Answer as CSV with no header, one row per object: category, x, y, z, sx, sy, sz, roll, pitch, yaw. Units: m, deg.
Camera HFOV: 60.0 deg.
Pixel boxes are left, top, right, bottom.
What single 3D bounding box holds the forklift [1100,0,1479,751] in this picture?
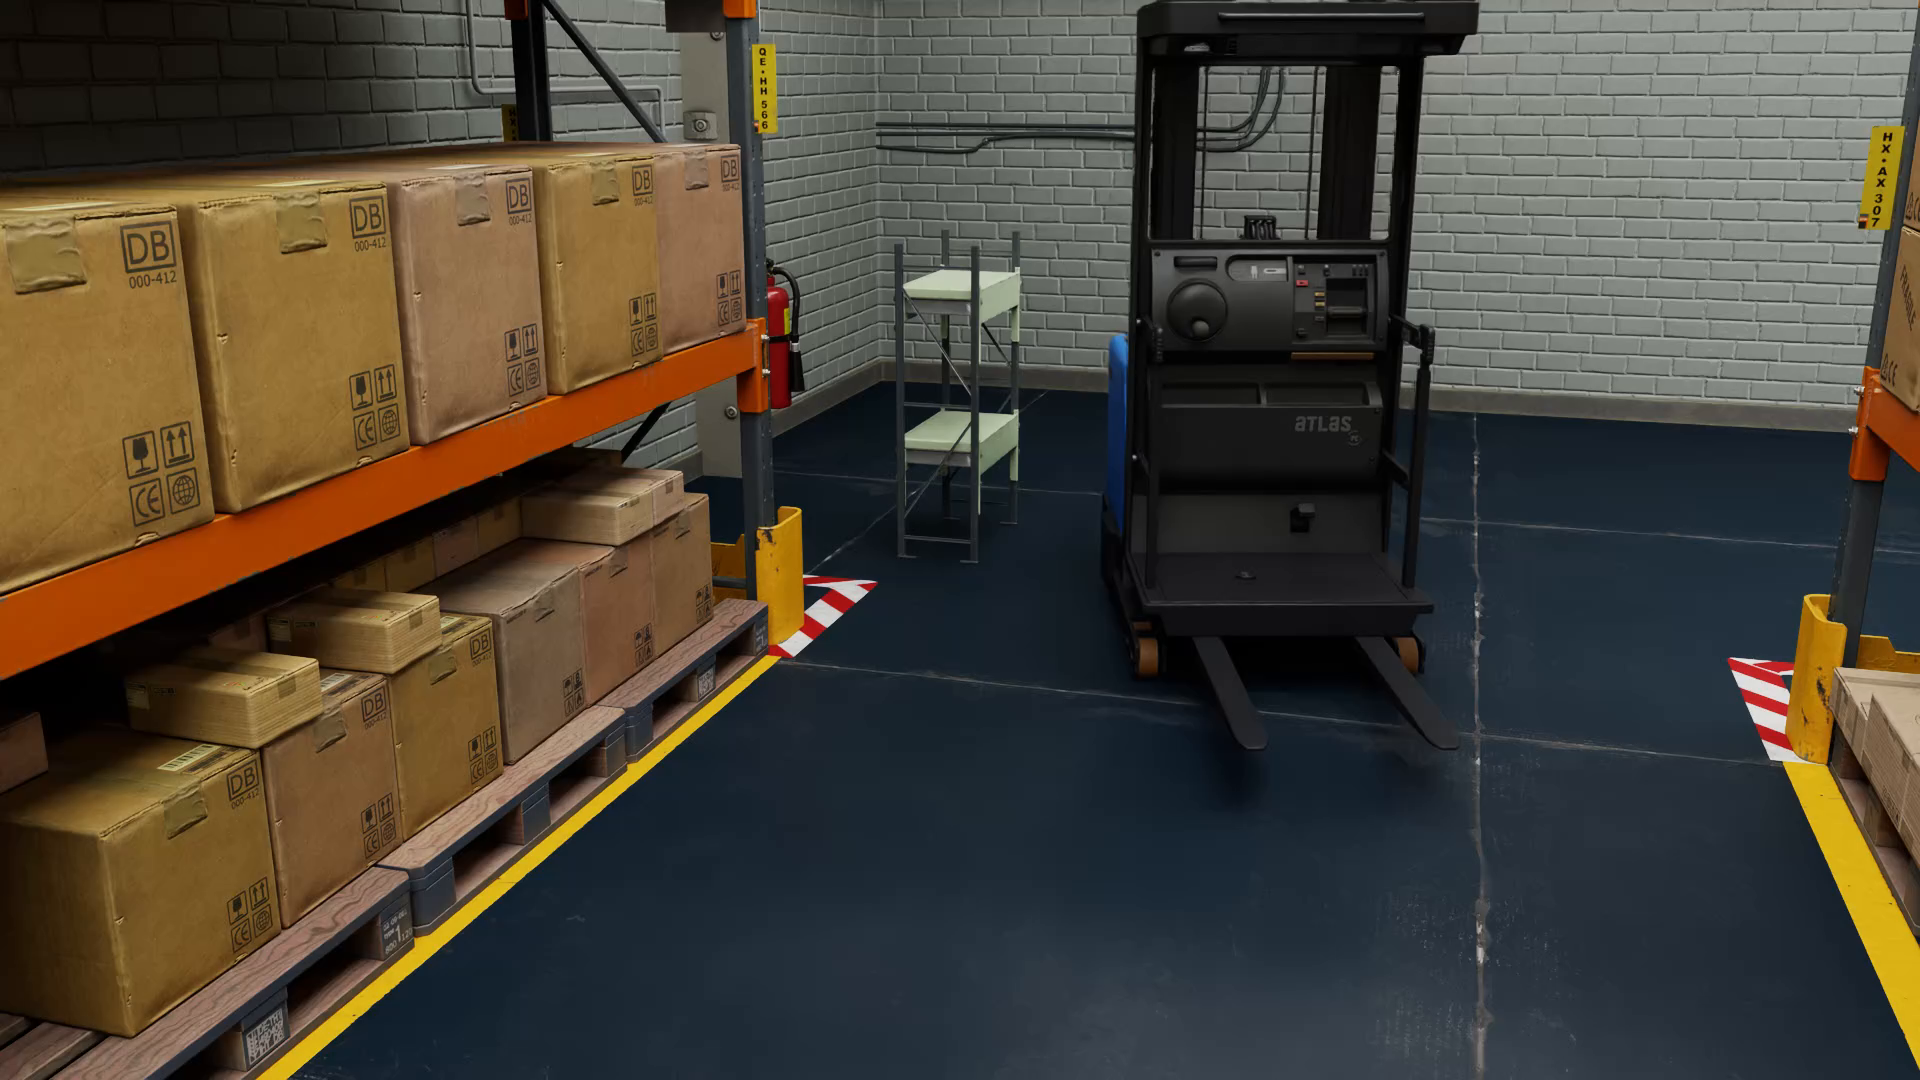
forklift,1.220,-0.956,6.329,1.130,2.935,3.031,0,16,0

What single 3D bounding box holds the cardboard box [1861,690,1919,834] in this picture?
cardboard box,2.921,0.656,4.753,0.500,0.250,0.500,5,16,16

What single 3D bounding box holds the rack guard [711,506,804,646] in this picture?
rack guard,-1.254,0.107,7.037,1.175,0.500,0.348,5,16,16

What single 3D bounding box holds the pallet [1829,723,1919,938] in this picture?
pallet,3.242,0.864,4.898,1.003,0.211,1.213,5,16,16

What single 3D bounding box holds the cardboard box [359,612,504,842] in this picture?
cardboard box,-1.793,0.504,4.865,0.700,0.500,0.500,5,17,17

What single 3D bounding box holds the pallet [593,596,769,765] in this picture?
pallet,-1.413,0.467,6.295,1.003,0.211,1.213,5,16,16

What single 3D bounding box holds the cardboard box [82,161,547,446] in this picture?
cardboard box,-1.818,-0.710,4.785,0.980,0.700,0.700,4,16,13

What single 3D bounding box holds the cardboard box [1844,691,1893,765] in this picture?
cardboard box,2.970,0.593,5.127,0.380,0.166,0.250,5,16,16

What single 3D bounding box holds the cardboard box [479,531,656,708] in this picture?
cardboard box,-1.506,0.233,5.823,0.700,0.500,0.500,5,16,16

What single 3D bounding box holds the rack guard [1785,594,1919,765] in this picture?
rack guard,3.468,0.516,5.594,1.175,0.500,0.348,5,16,16

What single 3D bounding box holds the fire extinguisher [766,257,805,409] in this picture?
fire extinguisher,-0.776,-0.877,6.748,0.296,0.674,0.183,5,16,16

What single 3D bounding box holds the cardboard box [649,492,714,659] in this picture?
cardboard box,-1.364,0.102,6.284,0.700,0.500,0.500,5,16,16

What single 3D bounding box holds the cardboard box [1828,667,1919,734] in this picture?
cardboard box,3.041,0.536,5.360,0.380,0.149,0.250,5,16,16

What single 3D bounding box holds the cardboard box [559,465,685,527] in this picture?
cardboard box,-1.226,-0.162,6.028,0.380,0.149,0.250,4,16,15

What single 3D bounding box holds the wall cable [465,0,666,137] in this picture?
wall cable,-1.804,-1.987,7.975,0.084,1.984,1.851,5,16,16

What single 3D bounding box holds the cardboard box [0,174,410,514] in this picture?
cardboard box,-2.015,-0.519,4.111,0.980,0.700,0.700,4,16,14

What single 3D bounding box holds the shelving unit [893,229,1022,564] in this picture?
shelving unit,-0.002,-0.720,8.119,0.431,1.500,0.755,5,16,16

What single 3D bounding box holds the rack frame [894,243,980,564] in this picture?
rack frame,-0.106,-0.624,7.781,0.400,1.500,0.023,5,16,16

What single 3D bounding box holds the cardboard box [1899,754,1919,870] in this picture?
cardboard box,2.779,0.787,4.292,0.500,0.250,0.500,5,16,16

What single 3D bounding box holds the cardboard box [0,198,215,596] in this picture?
cardboard box,-2.228,-0.328,3.439,0.980,0.700,0.700,5,17,17

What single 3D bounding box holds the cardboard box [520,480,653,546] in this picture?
cardboard box,-1.298,-0.096,5.792,0.380,0.149,0.250,5,17,17

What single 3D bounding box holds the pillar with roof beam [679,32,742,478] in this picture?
pillar with roof beam,2.804,-4.415,7.405,9.100,9.000,0.400,5,16,16

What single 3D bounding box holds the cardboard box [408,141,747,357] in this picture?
cardboard box,-1.397,-1.100,6.160,0.980,0.700,0.700,5,17,18

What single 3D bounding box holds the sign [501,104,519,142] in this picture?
sign,-1.792,-1.589,6.702,0.100,0.325,0.005,5,16,16

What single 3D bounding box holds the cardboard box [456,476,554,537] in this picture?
cardboard box,-1.664,-0.126,5.898,0.380,0.149,0.250,5,16,16

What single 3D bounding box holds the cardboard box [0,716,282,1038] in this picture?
cardboard box,-2.087,0.770,3.930,0.700,0.500,0.500,5,17,17

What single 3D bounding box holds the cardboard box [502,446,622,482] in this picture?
cardboard box,-1.520,-0.258,6.366,0.380,0.149,0.250,5,17,16

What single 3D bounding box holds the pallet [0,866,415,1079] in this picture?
pallet,-2.107,1.106,4.045,1.003,0.211,1.213,5,16,16

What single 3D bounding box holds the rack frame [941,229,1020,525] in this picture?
rack frame,0.102,-0.816,8.456,0.400,1.500,0.023,5,16,16

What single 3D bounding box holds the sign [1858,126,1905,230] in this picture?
sign,2.969,-1.165,5.353,0.100,0.325,0.005,5,16,16

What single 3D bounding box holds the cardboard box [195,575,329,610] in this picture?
cardboard box,-2.024,0.207,4.724,0.380,0.149,0.250,5,17,16

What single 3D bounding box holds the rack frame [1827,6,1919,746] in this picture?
rack frame,3.489,-0.706,5.323,1.000,3.000,0.127,5,16,16

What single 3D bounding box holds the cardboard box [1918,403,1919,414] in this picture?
cardboard box,2.969,-0.523,4.495,0.500,0.500,0.500,4,16,15

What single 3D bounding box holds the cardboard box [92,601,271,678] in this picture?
cardboard box,-2.097,0.273,4.492,0.380,0.149,0.250,4,16,14

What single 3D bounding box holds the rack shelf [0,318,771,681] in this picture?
rack shelf,-1.830,-0.220,4.927,1.077,0.370,4.000,5,16,16

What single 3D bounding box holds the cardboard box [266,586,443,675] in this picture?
cardboard box,-1.667,0.246,4.589,0.380,0.149,0.250,4,16,14

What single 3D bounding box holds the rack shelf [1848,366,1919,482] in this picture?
rack shelf,2.921,0.163,3.576,1.077,0.370,4.000,5,16,16

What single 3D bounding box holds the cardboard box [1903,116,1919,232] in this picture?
cardboard box,3.110,-1.140,4.836,0.500,0.500,0.500,5,17,18

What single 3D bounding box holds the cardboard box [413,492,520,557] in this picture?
cardboard box,-1.735,-0.060,5.668,0.380,0.149,0.250,5,17,16

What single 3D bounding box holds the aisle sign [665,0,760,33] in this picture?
aisle sign,-0.953,-2.336,6.303,0.394,0.787,0.004,5,16,16

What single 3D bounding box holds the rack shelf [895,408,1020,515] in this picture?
rack shelf,-0.002,-0.406,8.208,0.431,0.370,0.720,5,16,16

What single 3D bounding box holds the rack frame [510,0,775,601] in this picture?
rack frame,-1.261,-1.090,6.674,1.000,3.000,0.127,5,16,16

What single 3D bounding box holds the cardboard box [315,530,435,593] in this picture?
cardboard box,-1.879,0.073,5.196,0.380,0.149,0.250,5,17,16

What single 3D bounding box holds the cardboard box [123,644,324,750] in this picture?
cardboard box,-1.815,0.382,4.107,0.380,0.149,0.250,5,17,18

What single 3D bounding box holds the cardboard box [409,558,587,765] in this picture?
cardboard box,-1.649,0.364,5.359,0.700,0.500,0.500,4,16,14

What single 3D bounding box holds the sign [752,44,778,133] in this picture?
sign,-0.745,-1.715,6.322,0.100,0.325,0.005,5,16,16

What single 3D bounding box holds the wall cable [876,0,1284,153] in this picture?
wall cable,0.689,-3.934,11.398,3.097,2.526,0.112,5,16,16

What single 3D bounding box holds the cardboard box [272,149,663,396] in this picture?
cardboard box,-1.593,-0.908,5.485,0.980,0.700,0.700,4,16,15

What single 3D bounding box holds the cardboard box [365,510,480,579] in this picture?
cardboard box,-1.807,0.006,5.433,0.380,0.149,0.250,5,17,17

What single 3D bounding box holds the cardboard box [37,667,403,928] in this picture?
cardboard box,-1.941,0.639,4.392,0.700,0.500,0.500,4,16,15

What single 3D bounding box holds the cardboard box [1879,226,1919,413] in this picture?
cardboard box,3.110,-0.659,4.972,0.500,0.500,0.500,5,17,17

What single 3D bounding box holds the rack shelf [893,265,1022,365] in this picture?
rack shelf,-0.002,-1.095,8.012,0.431,0.370,0.720,5,16,16

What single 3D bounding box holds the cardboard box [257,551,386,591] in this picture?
cardboard box,-1.951,0.140,4.963,0.380,0.149,0.250,4,16,15

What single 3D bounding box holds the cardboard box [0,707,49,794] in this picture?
cardboard box,-2.319,0.480,3.762,0.380,0.149,0.250,5,16,16

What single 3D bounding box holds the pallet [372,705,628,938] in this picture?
pallet,-1.762,0.785,5.174,1.003,0.211,1.213,5,16,16

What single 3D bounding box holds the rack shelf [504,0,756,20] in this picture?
rack shelf,-1.830,-1.663,4.518,1.077,0.370,4.000,5,16,16
